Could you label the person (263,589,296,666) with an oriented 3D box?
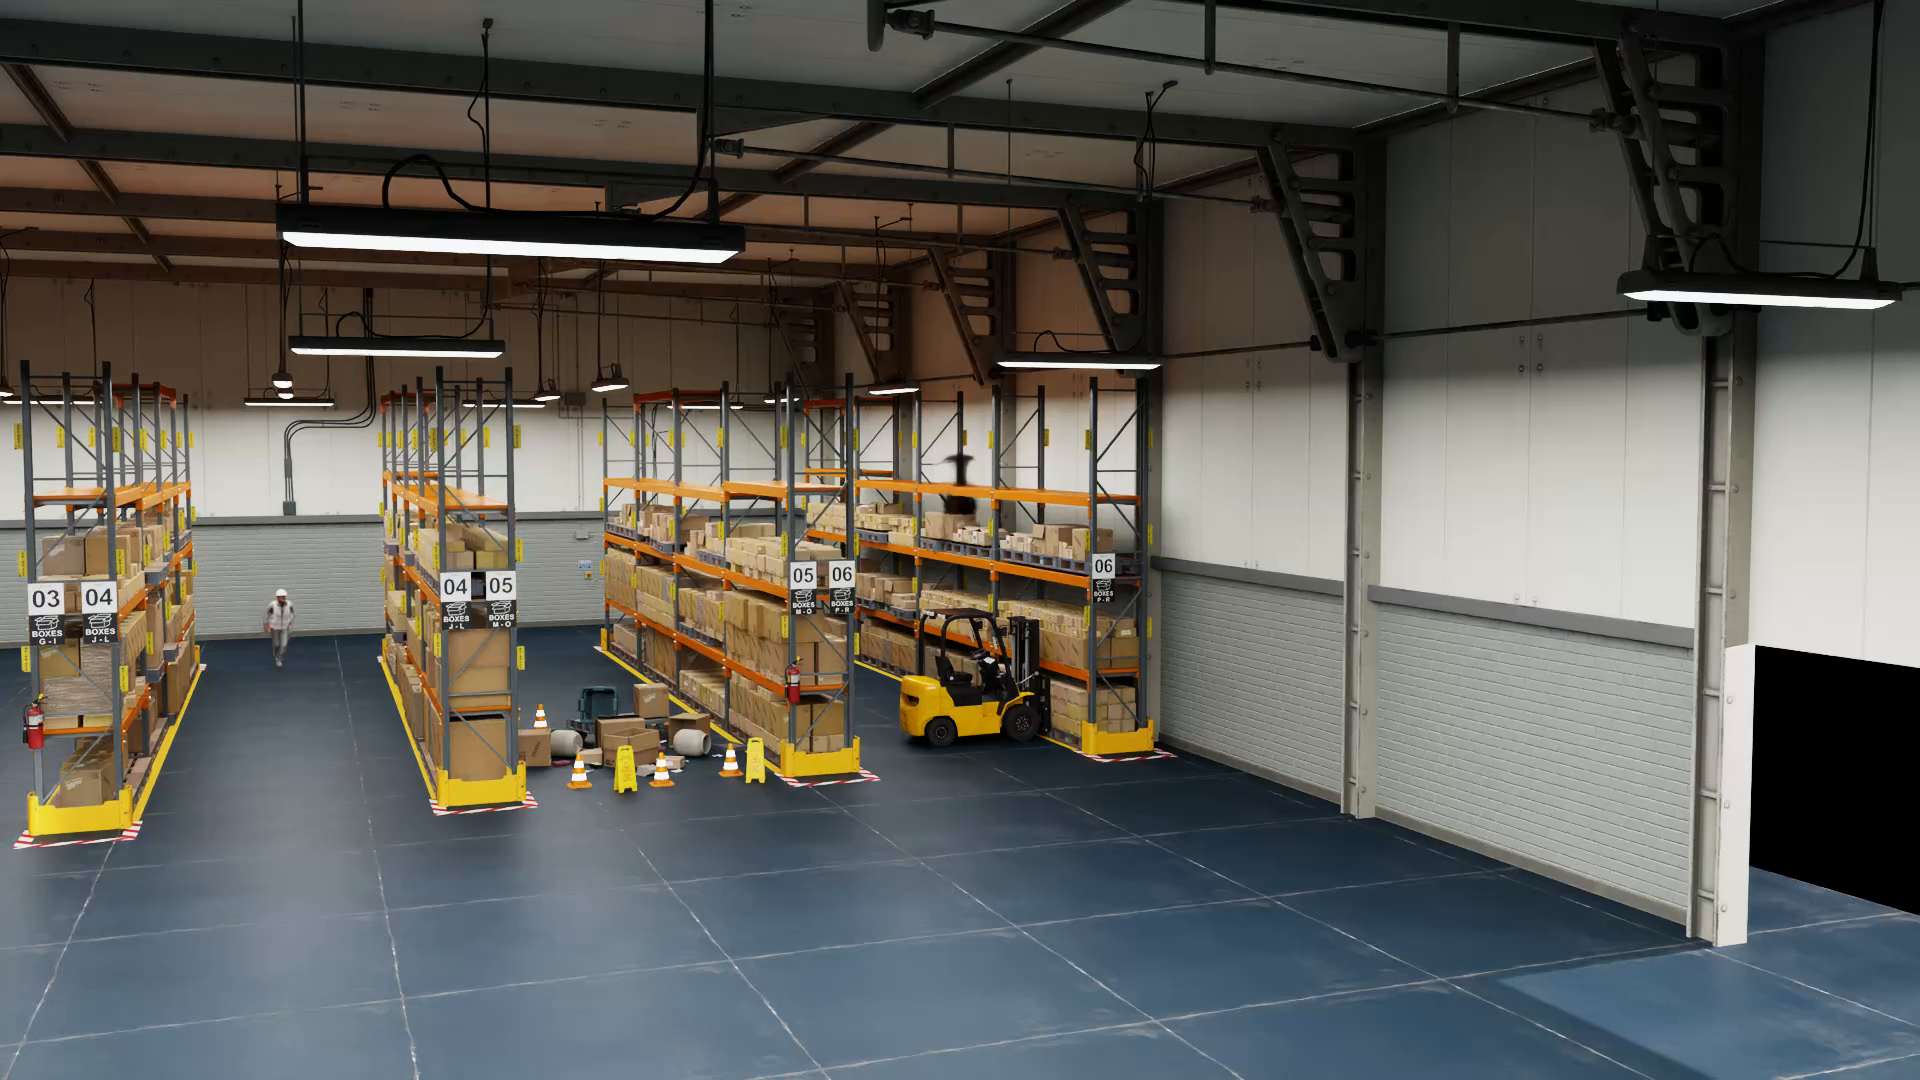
[{"bbox_3d":[-15.081,1.938,36.876,0.658,1.711,0.682,-2,4,-36],"label":"person"}]
